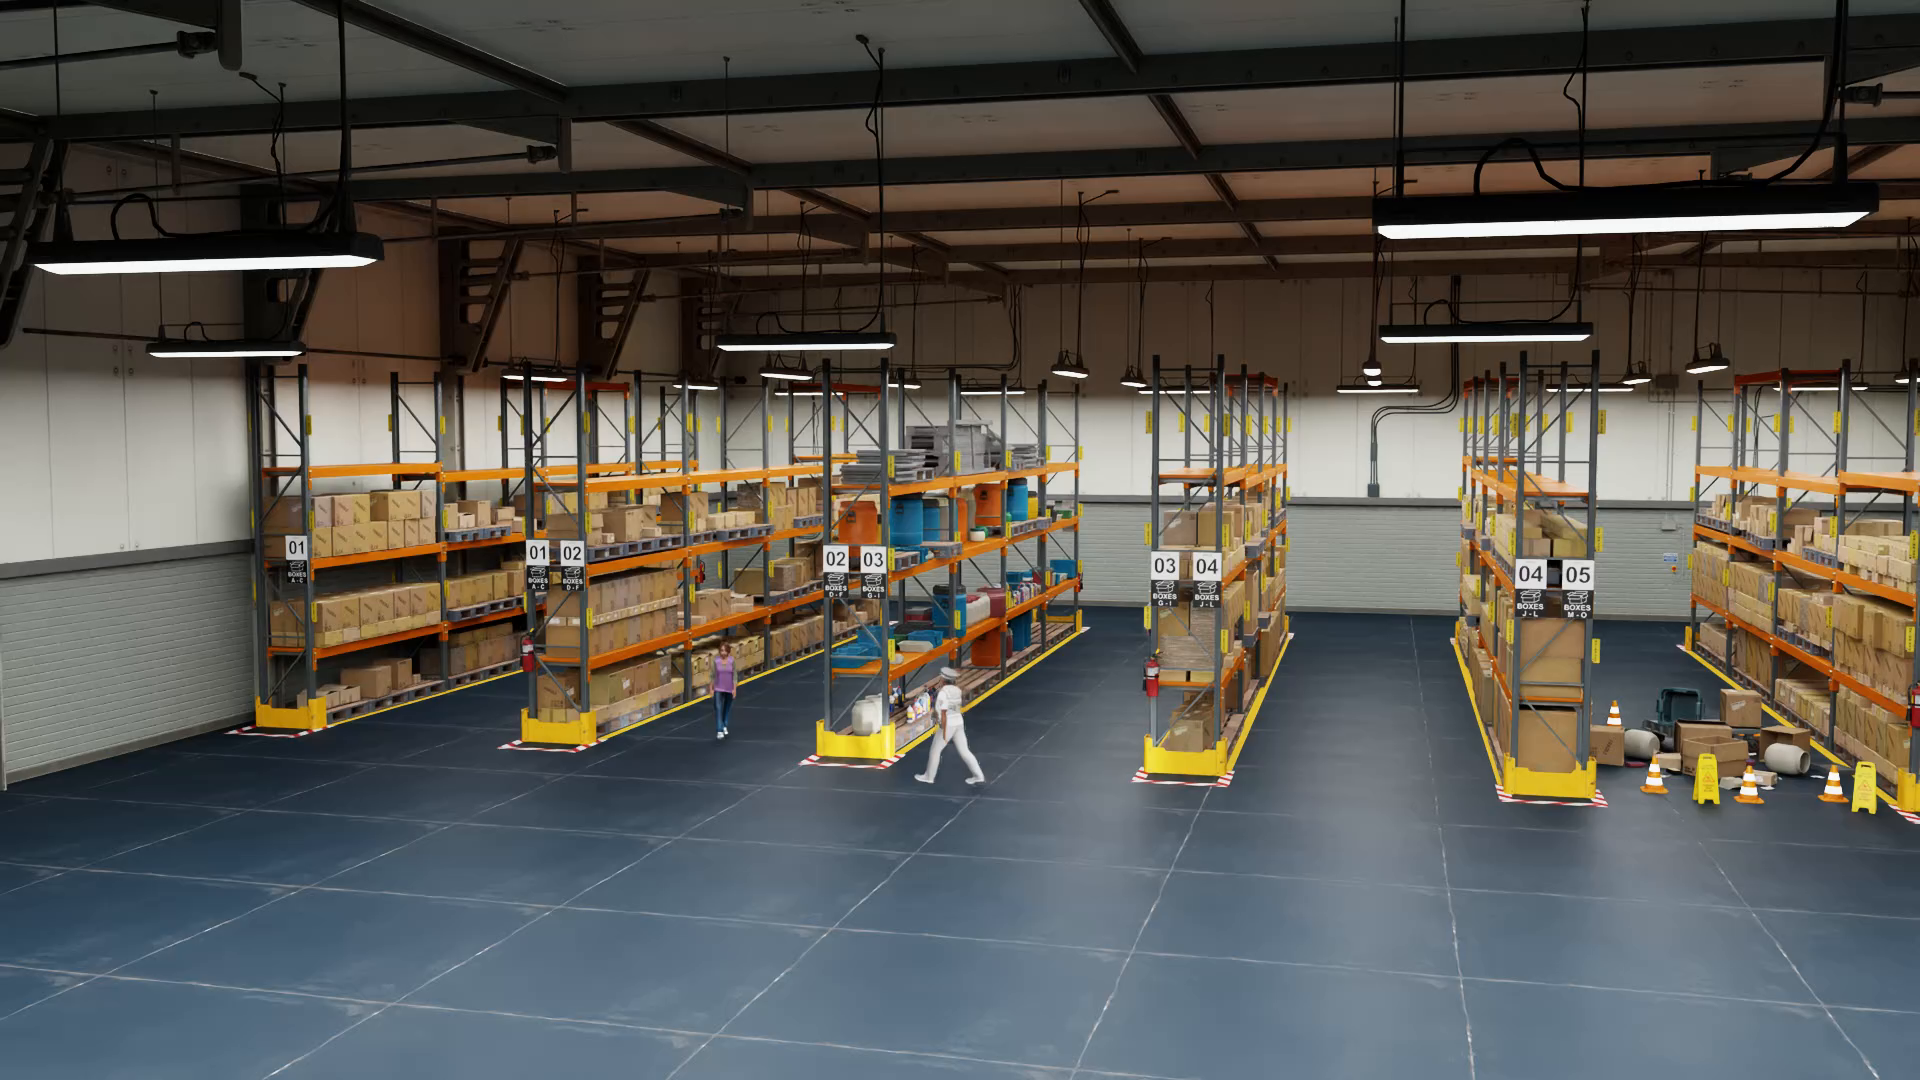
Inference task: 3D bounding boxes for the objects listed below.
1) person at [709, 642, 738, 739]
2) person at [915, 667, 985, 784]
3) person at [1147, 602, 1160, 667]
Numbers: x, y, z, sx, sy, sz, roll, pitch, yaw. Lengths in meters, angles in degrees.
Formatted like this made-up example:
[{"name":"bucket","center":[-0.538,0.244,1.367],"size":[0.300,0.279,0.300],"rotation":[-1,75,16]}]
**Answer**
[{"name":"person","center":[-3.747,2.388,26.423],"size":[0.430,1.533,1.020],"rotation":[-1,4,-20]},{"name":"person","center":[-0.146,2.585,23.080],"size":[1.041,1.627,0.460],"rotation":[2,5,32]},{"name":"person","center":[4.097,1.831,34.181],"size":[0.536,1.645,0.506],"rotation":[1,4,14]}]
